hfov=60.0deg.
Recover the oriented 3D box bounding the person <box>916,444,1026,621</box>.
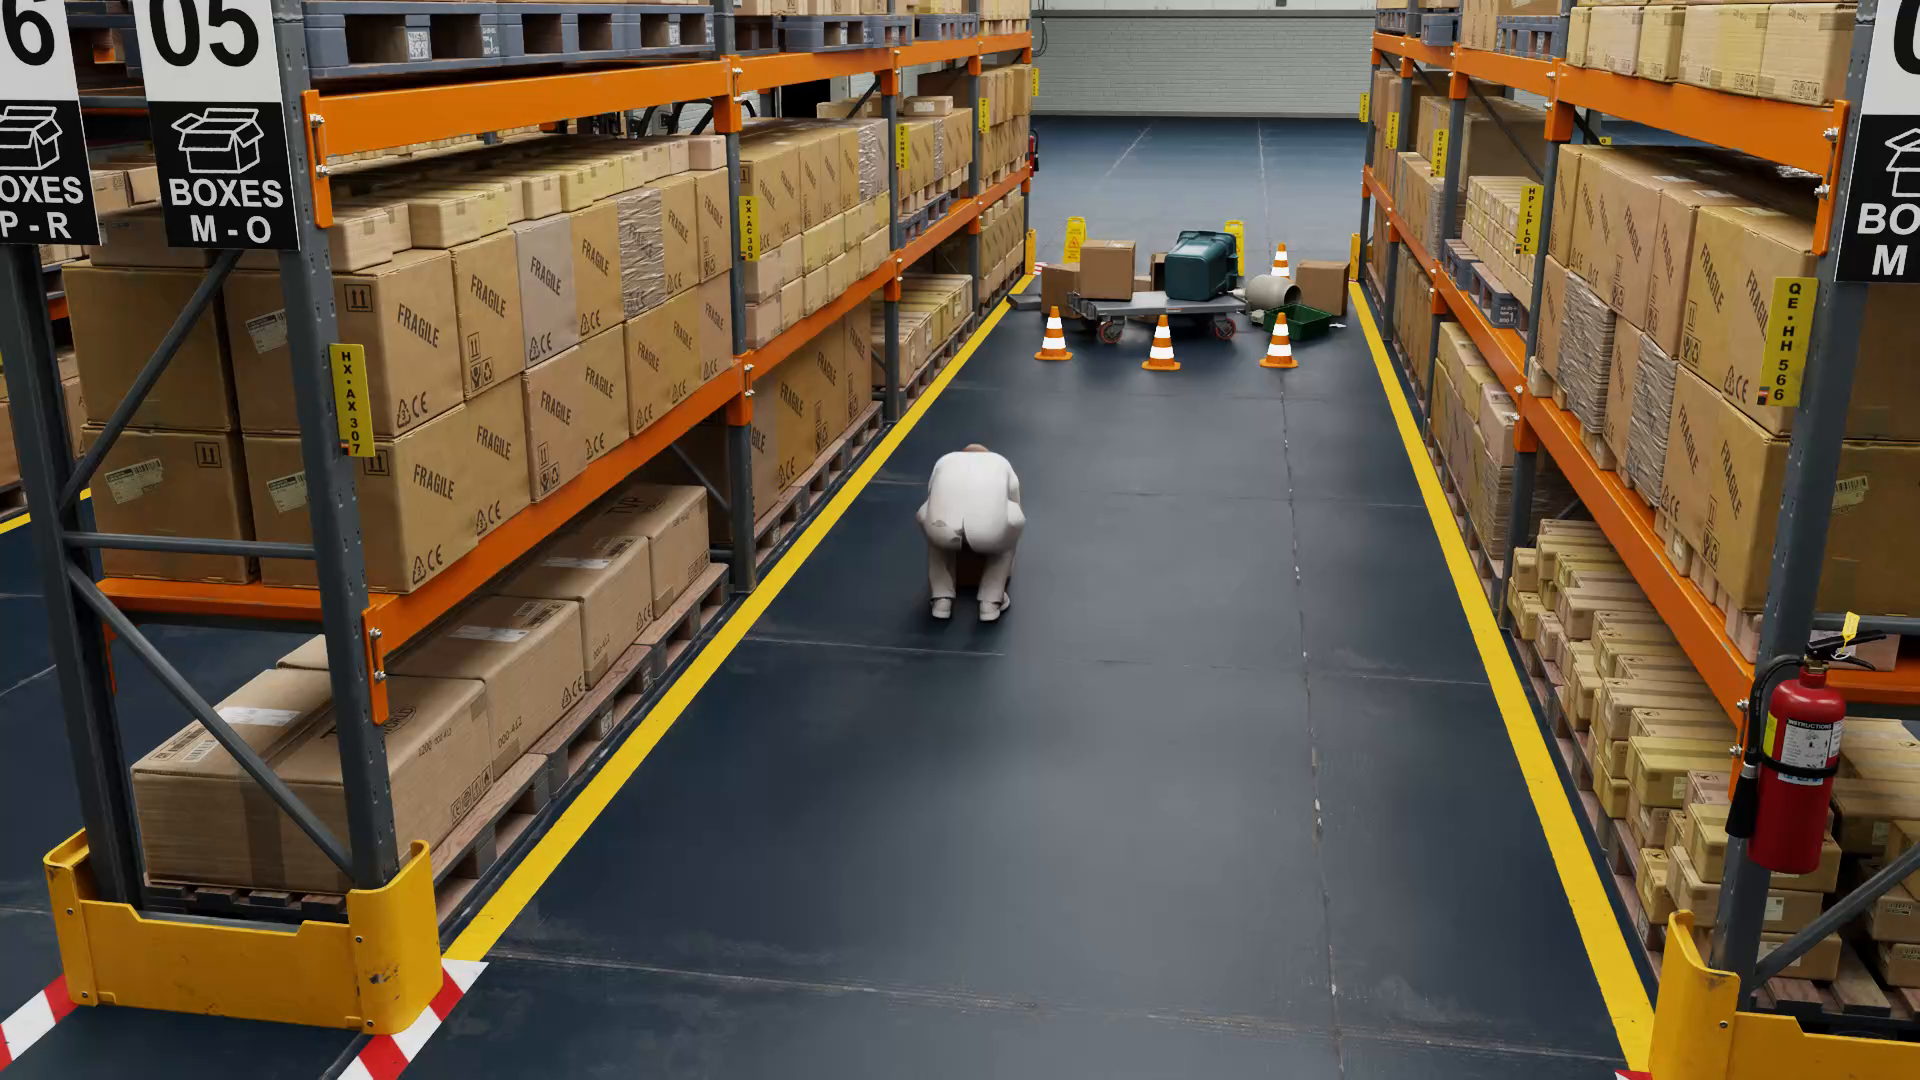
[{"bbox_3d":[0.068,-0.049,8.859,0.582,0.830,0.949,2,18,7],"label":"person"}]
